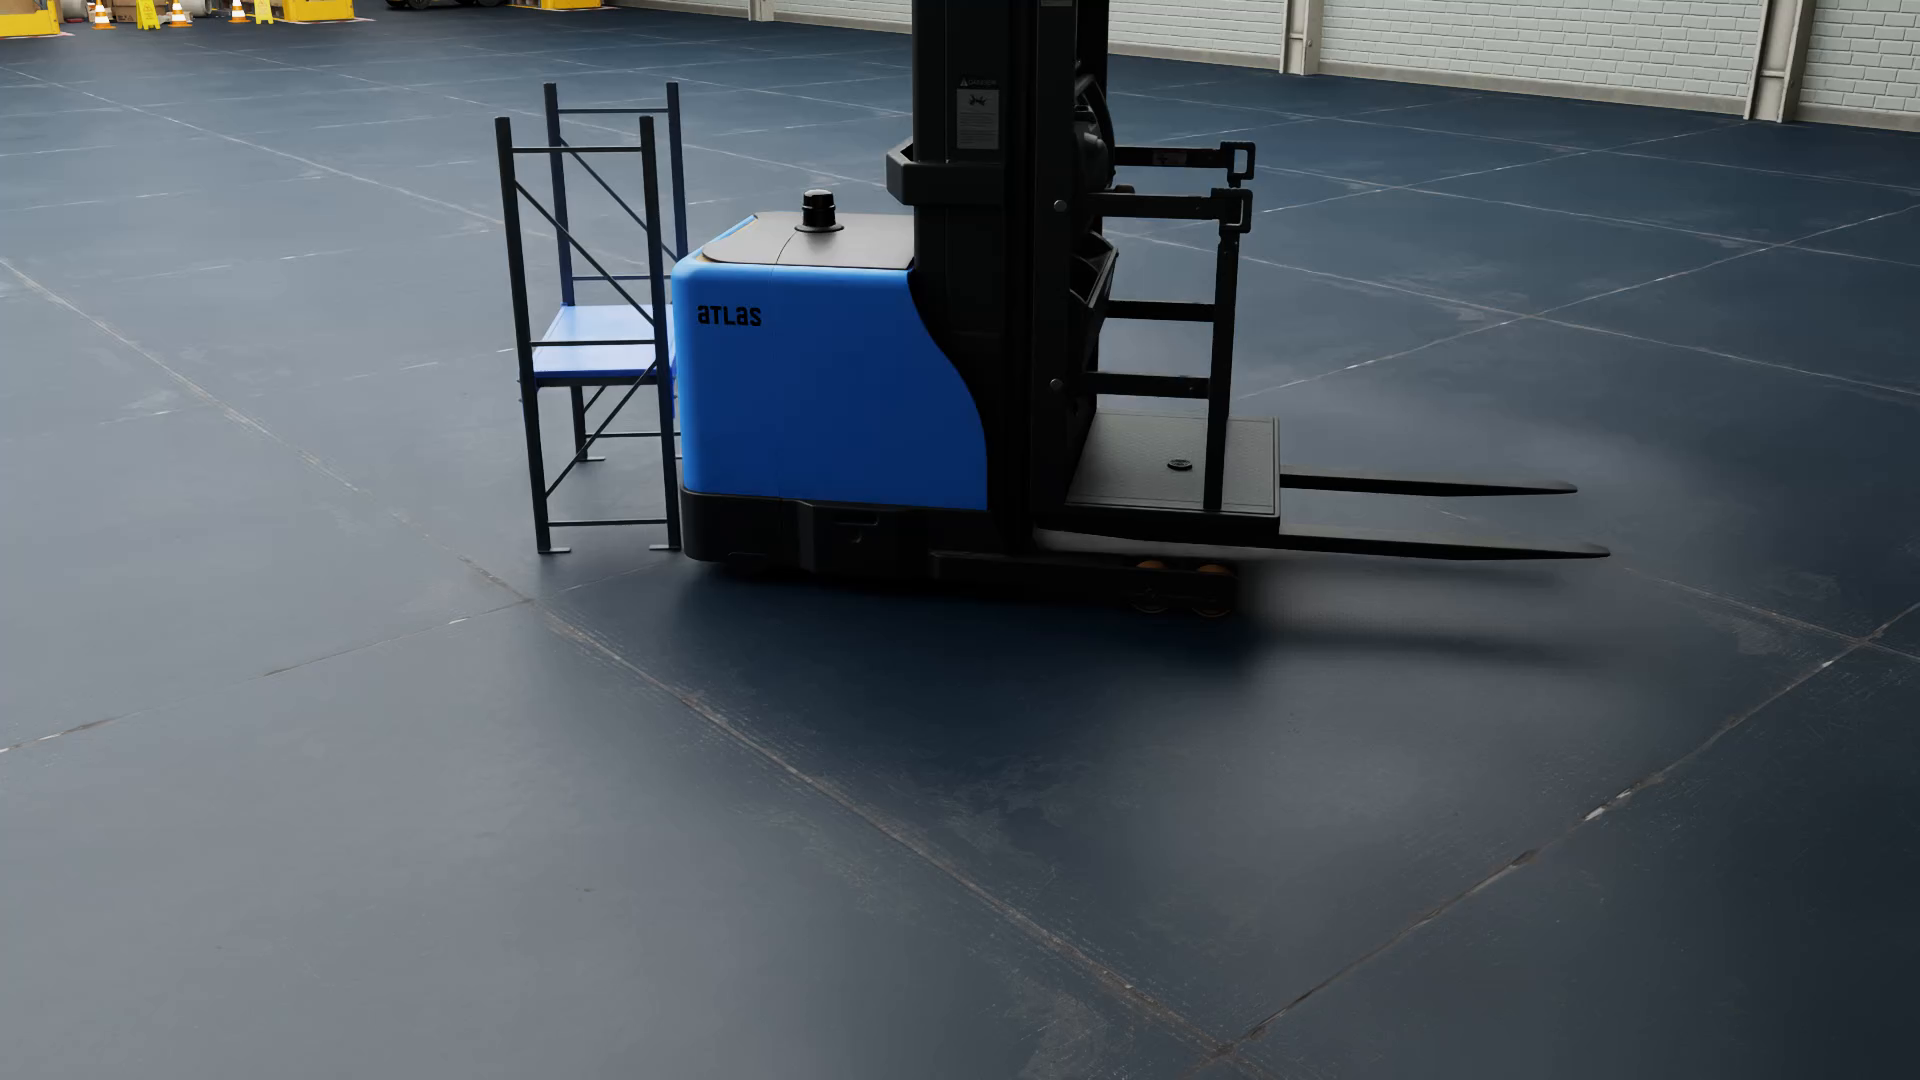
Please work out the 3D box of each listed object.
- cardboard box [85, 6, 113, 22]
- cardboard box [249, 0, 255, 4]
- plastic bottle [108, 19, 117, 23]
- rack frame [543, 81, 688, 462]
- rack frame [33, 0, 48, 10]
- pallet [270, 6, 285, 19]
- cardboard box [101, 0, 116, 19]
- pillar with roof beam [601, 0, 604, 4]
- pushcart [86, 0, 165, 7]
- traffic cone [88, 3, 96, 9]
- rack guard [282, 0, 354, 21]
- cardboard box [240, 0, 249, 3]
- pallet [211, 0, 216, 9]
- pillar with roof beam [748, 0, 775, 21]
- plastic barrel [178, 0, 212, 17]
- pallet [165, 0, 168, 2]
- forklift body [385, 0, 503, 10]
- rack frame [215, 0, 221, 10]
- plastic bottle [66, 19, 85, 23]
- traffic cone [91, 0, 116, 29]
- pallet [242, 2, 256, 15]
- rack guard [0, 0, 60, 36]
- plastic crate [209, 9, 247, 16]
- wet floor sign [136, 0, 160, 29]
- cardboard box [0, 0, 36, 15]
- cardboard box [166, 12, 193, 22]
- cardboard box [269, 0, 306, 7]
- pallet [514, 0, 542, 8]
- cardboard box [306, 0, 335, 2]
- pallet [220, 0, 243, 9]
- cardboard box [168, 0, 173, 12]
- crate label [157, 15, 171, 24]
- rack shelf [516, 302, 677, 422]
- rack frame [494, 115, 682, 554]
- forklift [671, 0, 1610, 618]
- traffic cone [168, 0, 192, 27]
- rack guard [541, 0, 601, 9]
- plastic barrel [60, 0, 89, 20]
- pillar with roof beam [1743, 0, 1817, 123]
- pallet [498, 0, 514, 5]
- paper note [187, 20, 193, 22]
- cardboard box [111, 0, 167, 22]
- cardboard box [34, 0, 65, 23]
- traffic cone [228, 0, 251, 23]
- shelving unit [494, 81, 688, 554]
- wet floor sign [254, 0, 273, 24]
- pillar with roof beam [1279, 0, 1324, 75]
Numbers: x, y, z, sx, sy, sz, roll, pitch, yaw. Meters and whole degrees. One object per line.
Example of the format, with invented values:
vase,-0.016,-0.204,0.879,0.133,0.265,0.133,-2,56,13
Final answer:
cardboard box,-15.206,-9.302,29.370,0.396,0.266,0.258,-12,25,-28
cardboard box,-12.838,-10.076,30.790,0.500,0.250,0.500,-19,28,-39
plastic bottle,-14.899,-9.088,29.104,0.283,0.061,0.133,12,24,27
rack frame,-1.320,-1.032,6.563,0.500,1.500,0.032,-2,21,-4
rack frame,-15.112,-9.507,26.143,1.000,3.000,0.127,-17,27,-37
pallet,-11.981,-9.668,30.379,1.003,0.211,1.213,-17,27,-37
cardboard box,-15.109,-9.753,30.008,0.797,0.637,0.503,-17,27,-37
pillar with roof beam,-10.703,-14.071,29.571,9.100,9.000,0.400,-17,27,-37
pushcart,-15.734,-10.040,31.102,0.936,0.377,1.648,12,24,27
traffic cone,-16.856,-10.488,32.128,0.336,0.463,0.334,-17,27,-37
rack guard,-11.478,-9.570,29.732,1.175,0.500,0.348,-17,27,-37
cardboard box,-13.153,-10.215,31.147,0.500,0.250,0.500,-18,28,-38
pallet,-14.549,-10.734,33.101,1.003,0.211,1.213,-17,27,-37
pillar with roof beam,-6.787,-12.413,25.338,9.100,9.000,0.400,-17,27,-37
plastic barrel,-13.923,-9.724,30.229,0.512,0.421,0.421,0,21,-1
pallet,-16.141,-11.409,34.822,1.003,0.211,1.213,-17,27,-37
forklift body,-10.290,-11.590,32.626,2.313,2.155,1.214,-17,27,-37
rack frame,-14.039,-11.818,32.044,1.000,3.000,0.127,-17,27,-37
plastic bottle,-15.470,-9.085,29.095,0.133,0.061,0.283,12,24,27
traffic cone,-14.383,-8.810,27.843,0.336,0.463,0.334,-17,27,-37
pallet,-12.773,-10.005,31.240,1.003,0.211,1.213,-17,27,-37
rack guard,-15.097,-8.336,26.582,1.175,0.500,0.348,-17,27,-37
plastic crate,-13.636,-9.830,30.971,0.583,0.080,0.402,12,24,27
wet floor sign,-13.593,-8.874,27.755,0.232,0.644,0.267,17,27,36
cardboard box,-15.605,-8.884,26.892,0.875,0.875,0.875,-17,27,-37
cardboard box,-13.814,-9.267,29.439,0.380,0.149,0.250,-4,22,-10
cardboard box,-12.175,-9.794,30.071,0.500,0.250,0.500,-18,27,-38
pallet,-8.201,-10.799,33.265,1.003,0.211,1.213,-17,27,-37
cardboard box,-11.745,-9.917,30.385,0.500,0.250,0.500,-18,28,-38
pallet,-13.574,-10.343,32.101,1.003,0.211,1.213,-17,27,-37
cardboard box,-14.371,-10.035,30.917,0.500,0.500,0.500,0,21,-1
crate label,-13.865,-9.036,28.866,0.298,0.136,0.250,7,23,18
rack shelf,-1.280,-0.680,6.157,0.538,0.185,1.000,-2,21,-4
rack frame,-1.240,-0.663,5.620,0.500,1.500,0.032,-2,21,-4
forklift,0.621,-1.325,5.349,3.031,2.935,1.130,4,22,9
traffic cone,-13.305,-8.985,28.290,0.336,0.463,0.334,-17,27,-37
rack guard,-7.655,-10.725,32.681,1.175,0.500,0.348,-17,27,-37
plastic barrel,-15.821,-9.464,29.566,0.512,0.421,0.421,0,21,-1
pillar with roof beam,4.963,-7.440,12.641,9.100,9.000,0.400,-17,27,-37
pallet,-8.993,-11.135,34.125,1.003,0.211,1.213,-17,27,-37
paper note,-13.553,-9.118,29.221,0.142,0.019,0.148,12,24,27
cardboard box,-14.493,-9.433,29.378,0.637,0.503,0.797,3,22,9
cardboard box,-15.932,-9.264,28.949,0.500,0.500,0.500,-12,25,-28
traffic cone,-12.686,-9.343,29.205,0.336,0.463,0.334,-17,27,-37
shelving unit,-1.280,-0.848,6.091,0.538,1.500,1.048,-2,21,-4
wet floor sign,-12.115,-9.309,28.868,0.267,0.644,0.232,-8,23,-19
pillar with roof beam,1.046,-9.098,16.873,9.100,9.000,0.400,-17,27,-37
